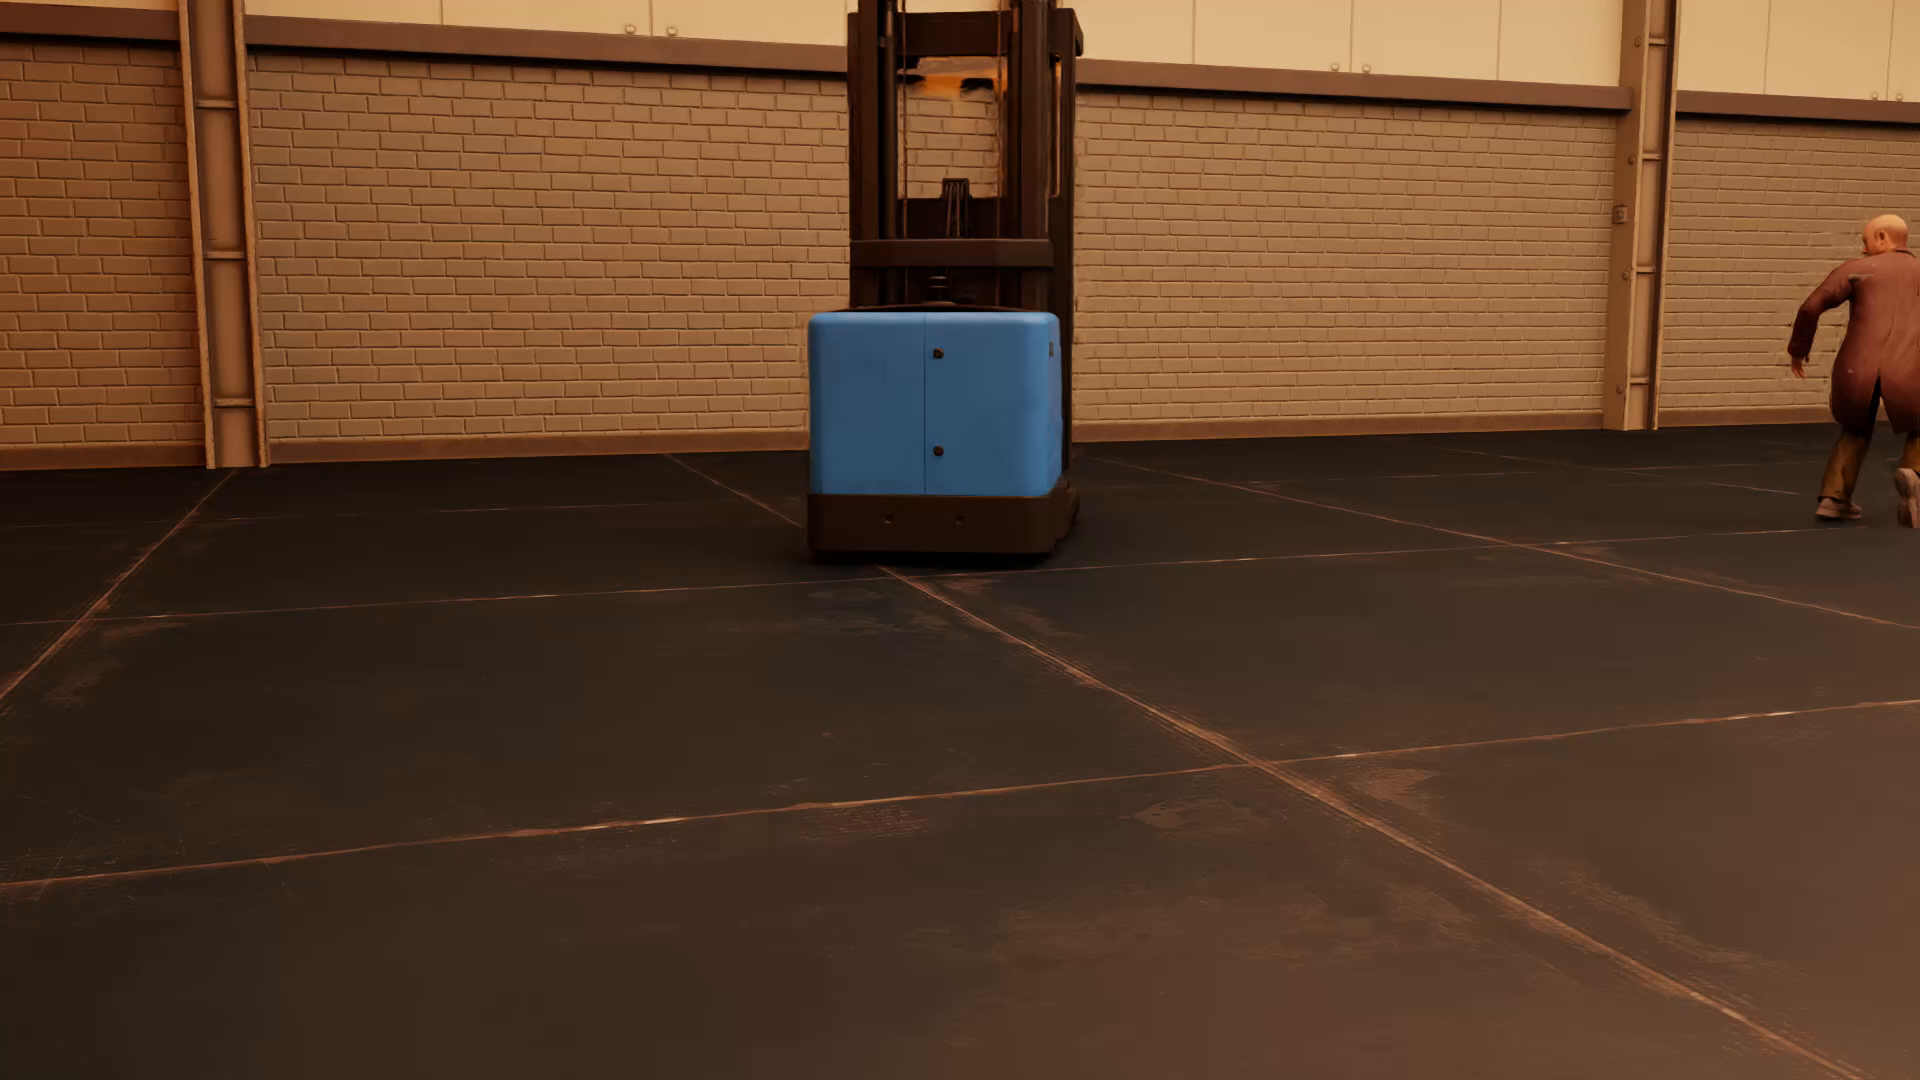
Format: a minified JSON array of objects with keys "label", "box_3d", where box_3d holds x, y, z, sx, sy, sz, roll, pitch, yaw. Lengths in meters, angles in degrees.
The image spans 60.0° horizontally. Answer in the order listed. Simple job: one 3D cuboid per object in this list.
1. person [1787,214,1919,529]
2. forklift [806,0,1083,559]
[{"label":"person","box_3d":[4.776,-0.846,8.496,1.018,1.630,0.552,4,9,30]},{"label":"forklift","box_3d":[0.038,-1.532,8.312,1.130,2.935,3.031,1,8,7]}]
